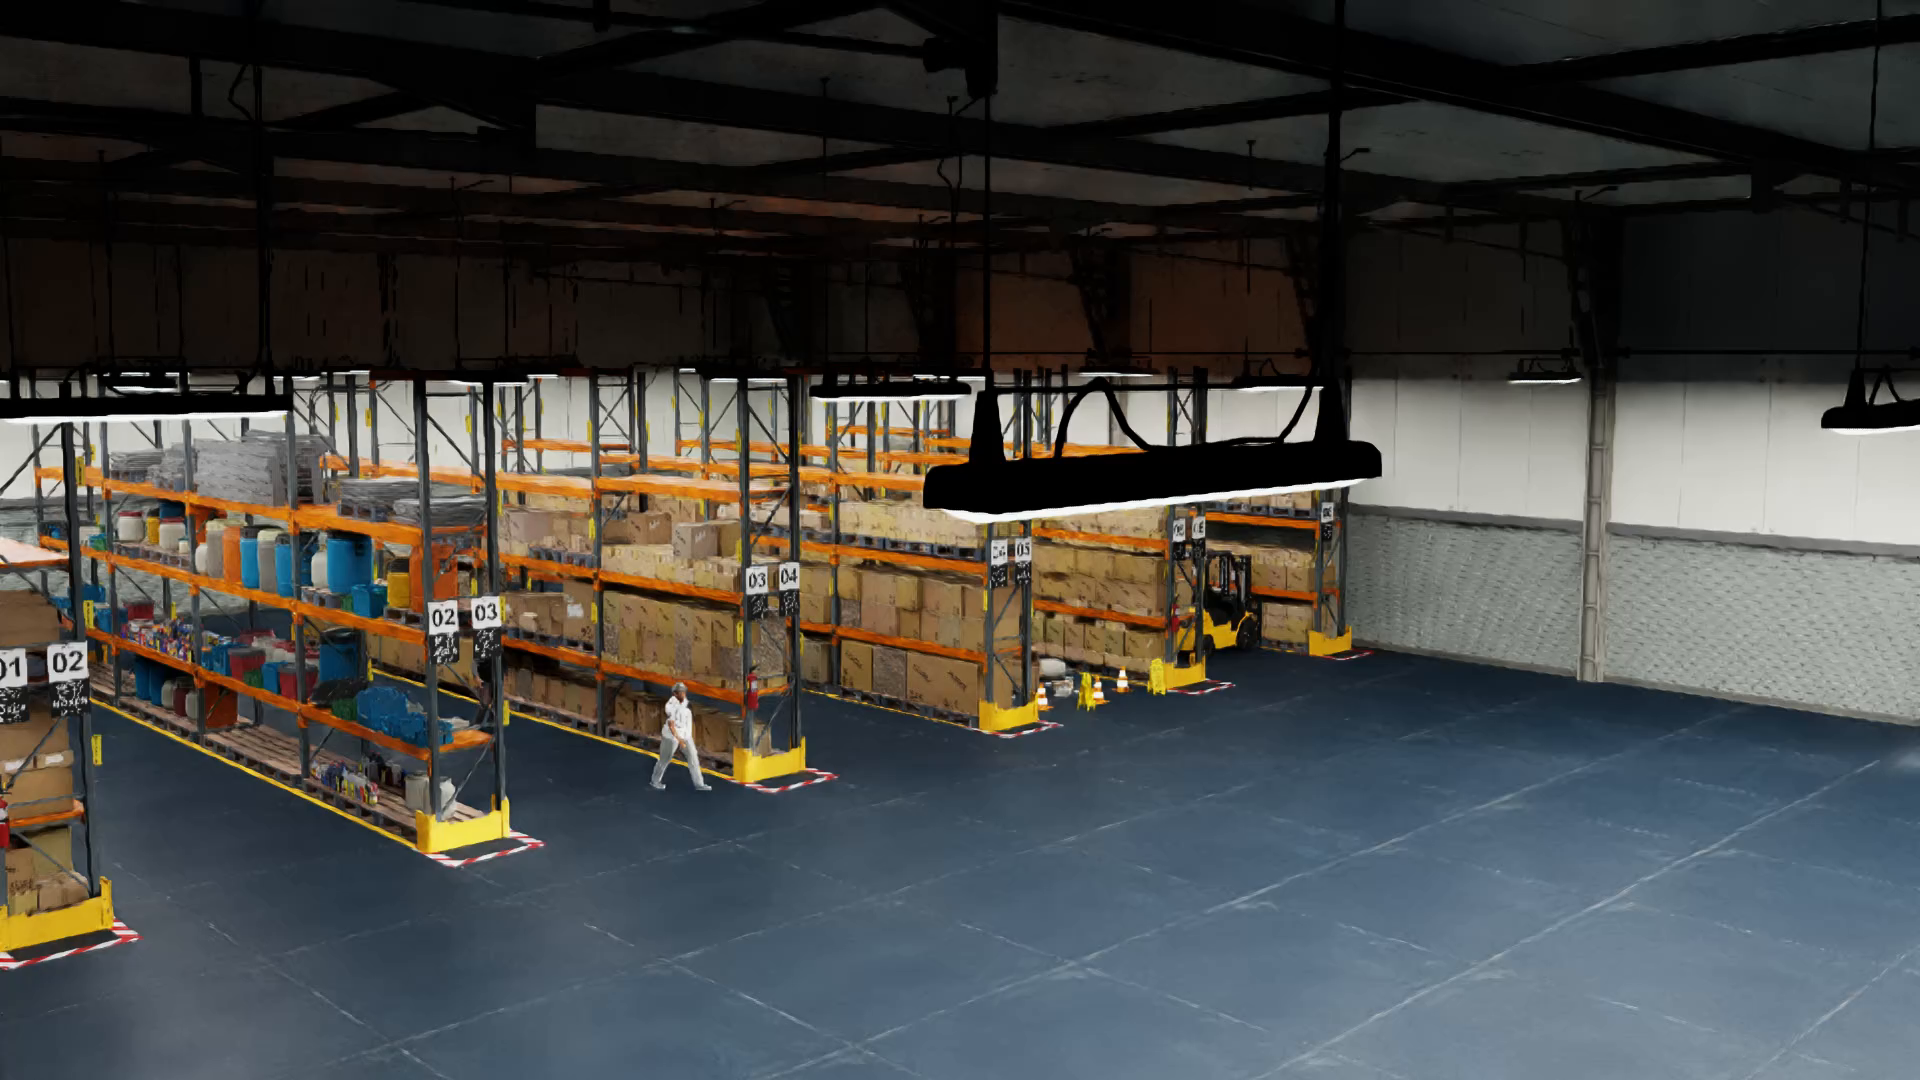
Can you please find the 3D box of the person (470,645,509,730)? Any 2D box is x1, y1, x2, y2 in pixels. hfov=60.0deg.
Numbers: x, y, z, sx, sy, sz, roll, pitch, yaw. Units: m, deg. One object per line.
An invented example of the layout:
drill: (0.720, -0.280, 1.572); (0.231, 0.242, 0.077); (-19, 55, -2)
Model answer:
person: (-7.895, 2.358, 27.941); (0.534, 1.674, 0.677); (6, 9, 44)

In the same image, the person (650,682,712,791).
person: (-4.056, 2.821, 23.959); (1.000, 1.589, 0.490); (5, 8, 37)
